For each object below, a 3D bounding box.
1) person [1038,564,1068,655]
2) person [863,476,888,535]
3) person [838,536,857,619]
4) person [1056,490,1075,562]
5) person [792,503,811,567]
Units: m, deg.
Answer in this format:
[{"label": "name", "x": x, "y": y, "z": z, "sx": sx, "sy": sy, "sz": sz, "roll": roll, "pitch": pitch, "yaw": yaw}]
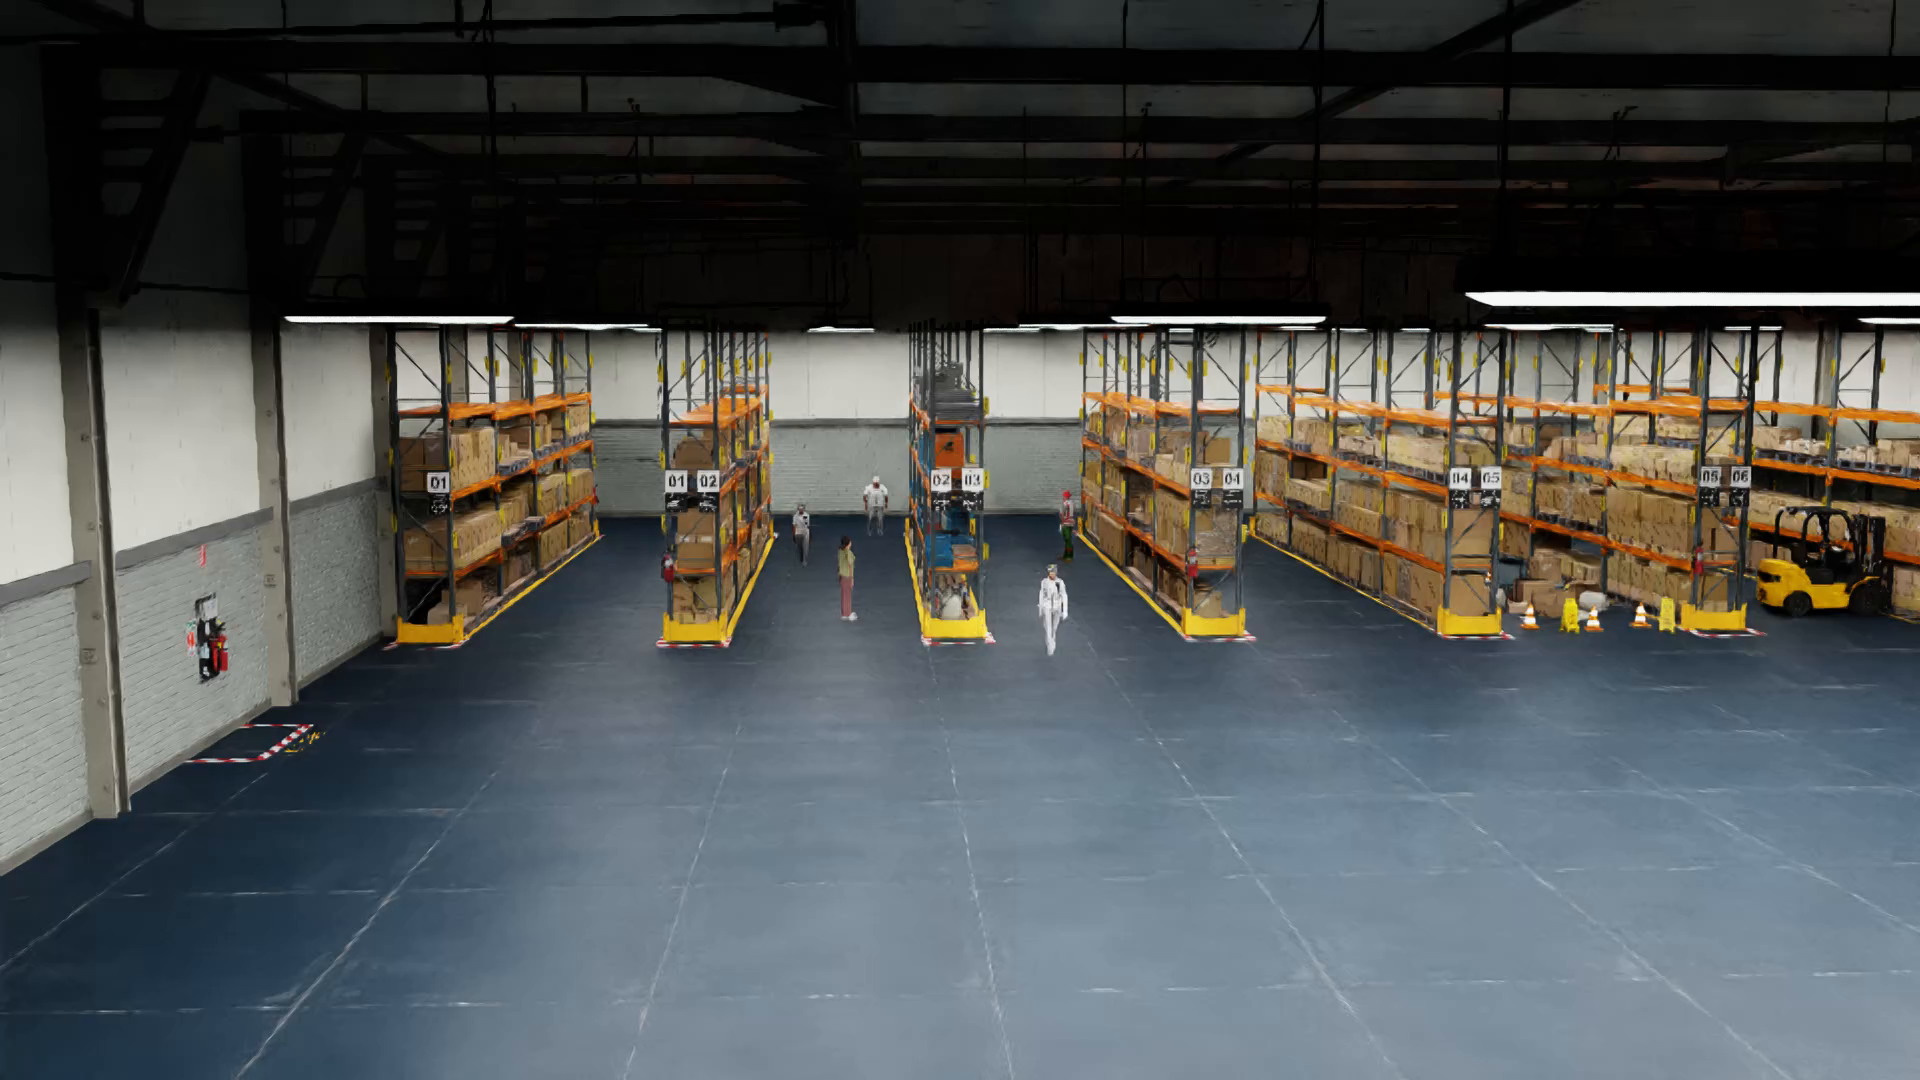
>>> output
[{"label": "person", "x": 1.670, "y": 1.222, "z": 29.927, "sx": 0.477, "sy": 1.620, "sz": 0.980, "roll": 0, "pitch": 7, "yaw": -4}, {"label": "person", "x": -2.404, "y": -0.993, "z": 47.560, "sx": 0.715, "sy": 1.716, "sz": 0.572, "roll": 0, "pitch": 7, "yaw": -3}, {"label": "person", "x": -2.248, "y": 0.745, "z": 33.519, "sx": 0.432, "sy": 1.677, "sz": 0.499, "roll": -5, "pitch": 8, "yaw": -33}, {"label": "person", "x": 2.669, "y": -0.369, "z": 42.044, "sx": 0.577, "sy": 1.785, "sz": 0.655, "roll": 3, "pitch": 8, "yaw": 26}, {"label": "person", "x": -3.916, "y": -0.152, "z": 41.074, "sx": 0.456, "sy": 1.589, "sz": 1.088, "roll": 0, "pitch": 7, "yaw": -1}]
